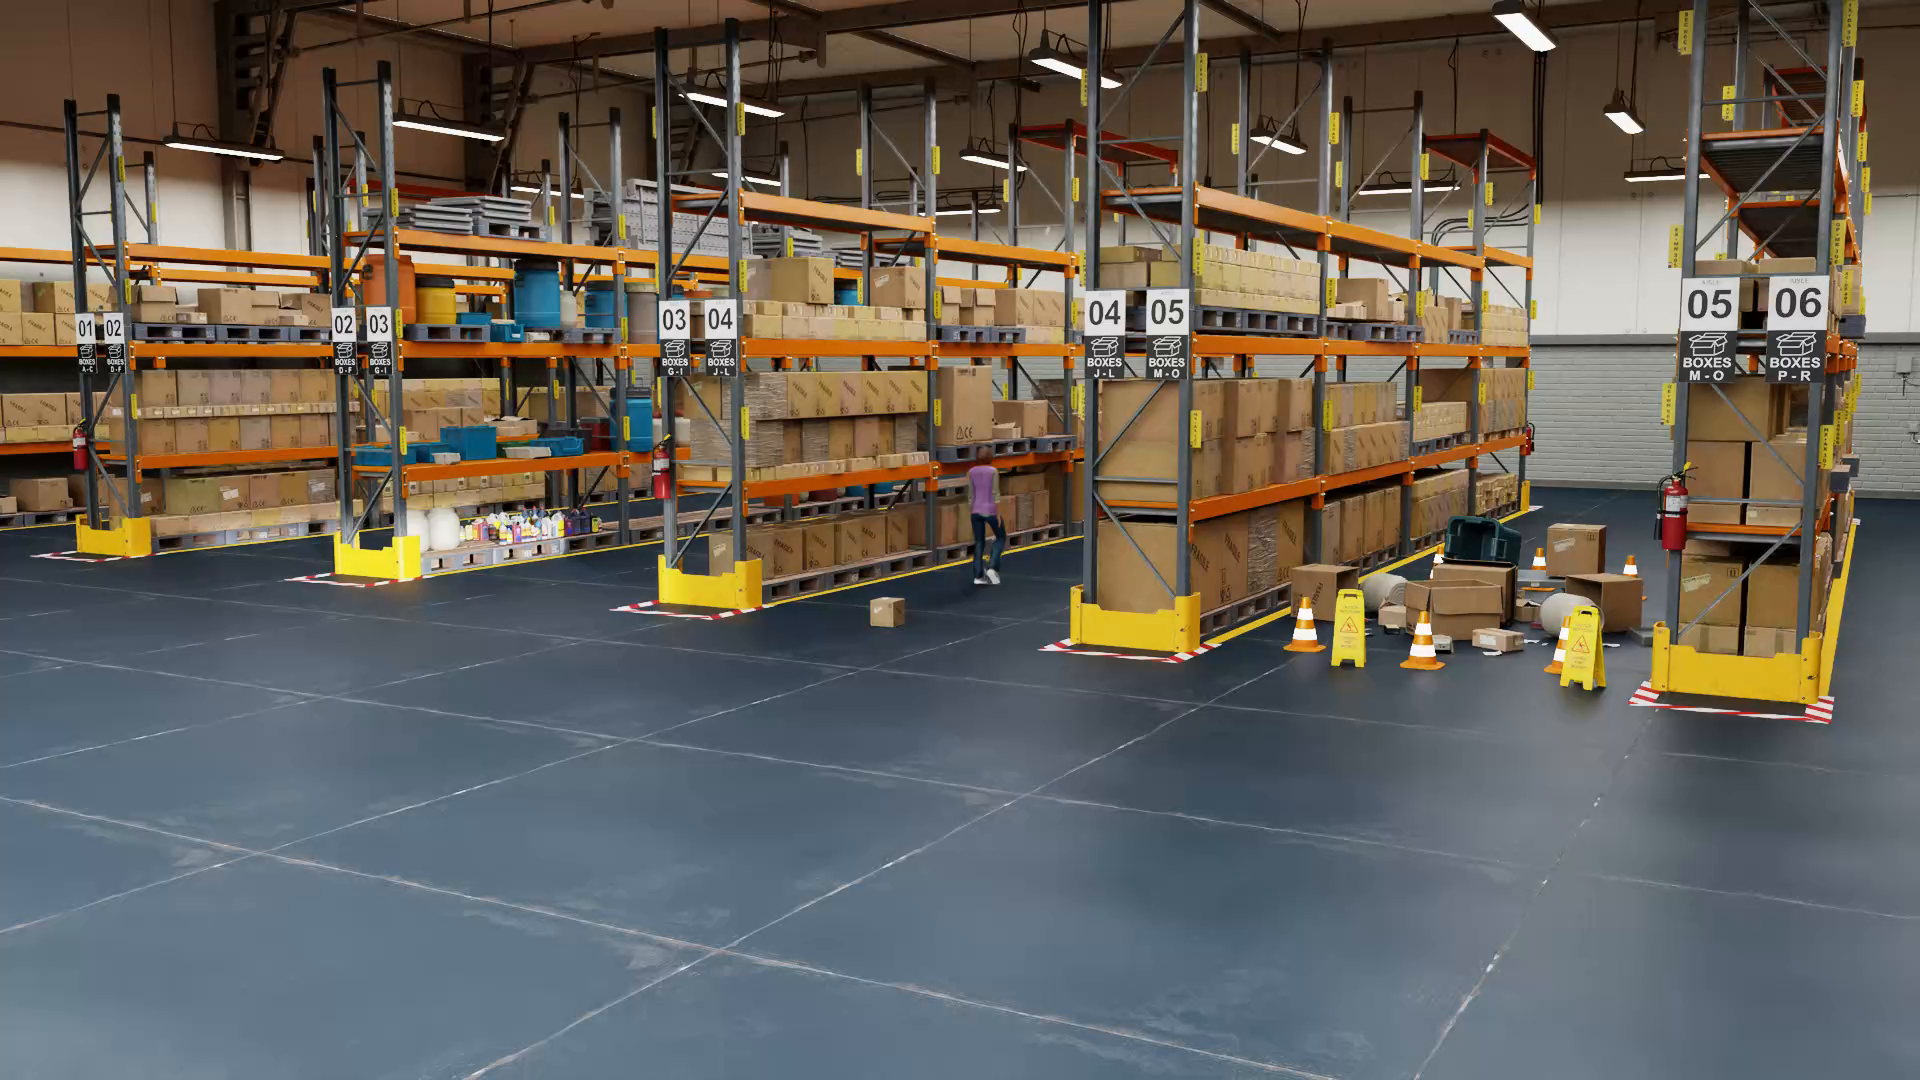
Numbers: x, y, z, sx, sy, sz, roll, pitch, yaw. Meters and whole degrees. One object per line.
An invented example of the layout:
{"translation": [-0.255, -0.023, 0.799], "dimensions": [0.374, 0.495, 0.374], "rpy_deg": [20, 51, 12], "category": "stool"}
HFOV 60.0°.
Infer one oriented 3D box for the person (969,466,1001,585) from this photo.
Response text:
{"translation": [0.284, -0.158, 19.018], "dimensions": [0.350, 1.390, 0.345], "rpy_deg": [2, 7, 21], "category": "person"}
